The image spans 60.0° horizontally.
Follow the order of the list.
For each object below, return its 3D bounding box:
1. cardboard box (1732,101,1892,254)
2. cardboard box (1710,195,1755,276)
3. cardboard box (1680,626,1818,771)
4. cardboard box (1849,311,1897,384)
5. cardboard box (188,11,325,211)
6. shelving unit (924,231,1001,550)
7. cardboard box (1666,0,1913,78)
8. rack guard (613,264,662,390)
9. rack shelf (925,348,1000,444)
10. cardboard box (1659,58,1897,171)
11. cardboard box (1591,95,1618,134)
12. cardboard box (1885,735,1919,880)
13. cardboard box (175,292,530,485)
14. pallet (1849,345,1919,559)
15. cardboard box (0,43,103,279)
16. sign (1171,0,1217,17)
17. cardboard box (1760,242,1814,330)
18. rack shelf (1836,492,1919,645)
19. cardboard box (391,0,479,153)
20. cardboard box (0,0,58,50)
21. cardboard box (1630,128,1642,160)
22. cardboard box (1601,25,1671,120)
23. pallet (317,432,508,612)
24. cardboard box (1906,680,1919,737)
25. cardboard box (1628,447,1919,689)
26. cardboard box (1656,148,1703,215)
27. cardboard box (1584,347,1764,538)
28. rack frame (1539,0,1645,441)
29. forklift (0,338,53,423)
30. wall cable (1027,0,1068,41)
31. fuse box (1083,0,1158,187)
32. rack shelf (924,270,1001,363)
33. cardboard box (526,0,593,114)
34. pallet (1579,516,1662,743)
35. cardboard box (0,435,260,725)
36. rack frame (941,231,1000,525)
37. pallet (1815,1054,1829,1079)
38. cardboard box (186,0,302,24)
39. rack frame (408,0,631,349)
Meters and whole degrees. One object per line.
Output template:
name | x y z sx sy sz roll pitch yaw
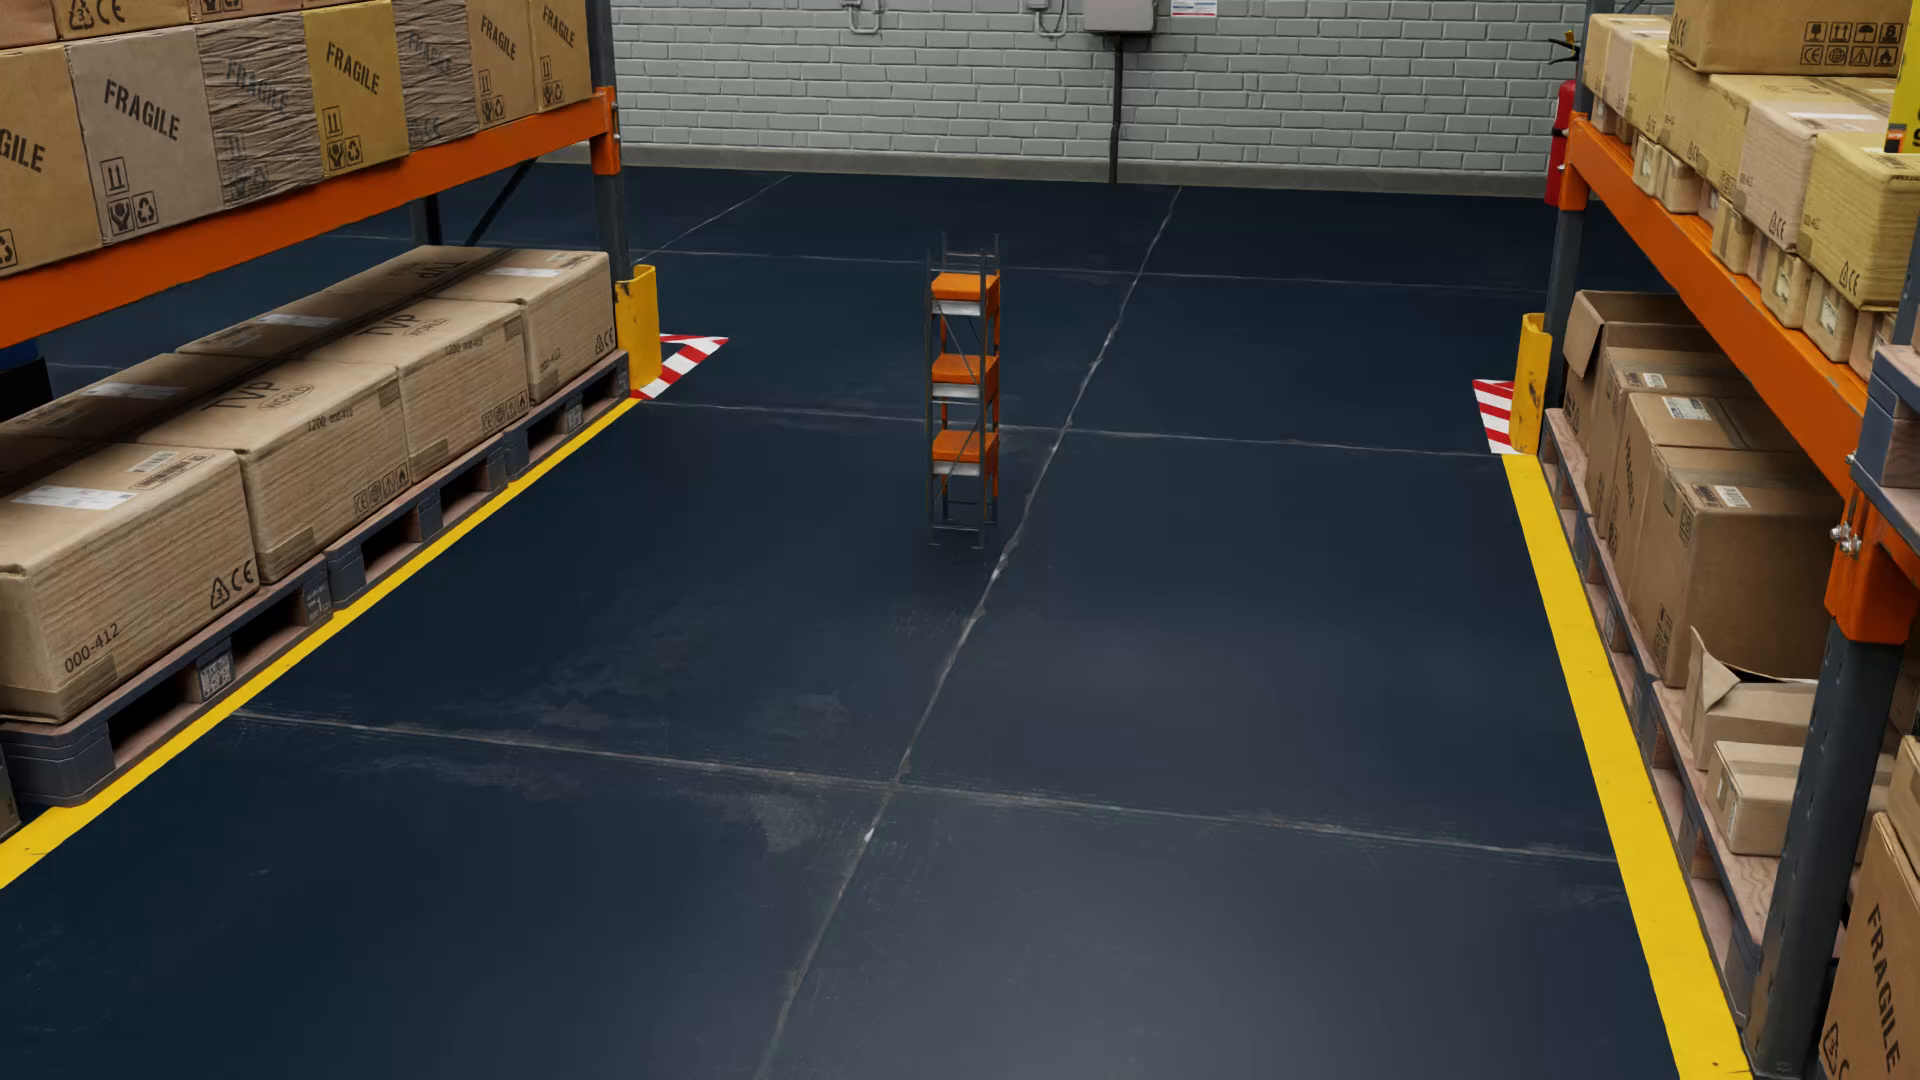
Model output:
cardboard box | 2.002 -0.780 3.579 0.500 0.250 0.500 5 22 11
cardboard box | 2.033 -0.725 3.976 0.380 0.149 0.250 4 22 10
cardboard box | 1.948 0.394 3.958 0.396 0.266 0.258 5 23 13
cardboard box | 1.867 -0.342 3.024 0.380 0.149 0.250 5 22 12
cardboard box | -2.245 -1.263 4.841 0.500 0.500 0.500 5 22 11
shelving unit | 0.011 -0.507 5.706 0.215 1.050 0.252 4 22 11
cardboard box | 2.203 -1.508 4.381 0.500 0.500 0.500 5 22 12
rack guard | -1.990 -1.012 7.697 1.175 0.500 0.348 4 22 11
rack shelf | 0.011 -0.497 5.710 0.215 0.259 0.240 4 22 11
cardboard box | 2.222 -1.150 4.496 0.500 0.250 0.500 4 22 10
cardboard box | 2.529 -1.570 6.073 0.380 0.149 0.250 4 22 11
cardboard box | 1.715 0.452 2.632 0.380 0.149 0.250 6 23 13
cardboard box | -2.210 -0.585 6.158 0.875 0.438 0.875 5 22 12
pallet | 1.779 0.050 1.971 1.003 0.211 1.213 4 22 11
cardboard box | -2.459 -0.898 3.934 0.500 0.500 0.500 5 23 13
sign | 1.685 -4.007 11.915 0.329 0.494 0.001 4 22 11
cardboard box | 1.928 -0.536 3.505 0.380 0.149 0.250 5 22 12
rack shelf | 1.641 0.742 0.958 1.077 0.370 4.000 4 22 11
cardboard box | -2.047 -1.641 5.780 0.500 0.500 0.500 5 22 12
cardboard box | -2.477 -1.366 3.757 0.500 0.500 0.500 5 22 11
cardboard box | 2.392 -1.287 5.370 0.380 0.149 0.250 5 23 13
cardboard box | 2.406 -1.524 5.426 0.500 0.250 0.500 5 22 11
pallet | -2.333 -0.126 5.884 1.003 0.211 1.213 4 22 11
cardboard box | 2.415 0.506 3.619 0.500 0.311 0.500 5 23 13
cardboard box | 2.223 0.085 4.412 0.700 0.500 0.500 4 22 9
cardboard box | 2.184 -1.005 4.669 0.380 0.149 0.250 5 22 12
cardboard box | 2.435 -0.295 5.354 0.700 0.500 0.500 5 23 13
rack frame | 2.865 -1.786 6.272 1.000 3.000 0.127 4 22 11
forklift | -5.380 -1.779 6.348 3.031 2.935 1.130 4 22 11
wall cable | 0.524 -4.594 11.885 0.588 1.984 0.122 4 22 11
fuse box | 1.160 -3.416 12.044 0.539 1.711 0.414 4 22 11
rack shelf | 0.011 -0.760 5.604 0.215 0.259 0.240 4 22 11
cardboard box | -1.834 -2.012 6.702 0.500 0.500 0.500 5 22 11
pallet | 2.437 0.272 4.896 1.003 0.211 1.213 4 22 11
cardboard box | -2.578 0.072 4.526 0.875 0.438 0.875 4 22 10
rack frame | 0.036 -0.551 5.817 0.200 1.050 0.008 4 22 11
pallet | 1.920 1.271 2.415 1.003 0.211 1.213 4 22 11
cardboard box | -2.252 -1.736 4.678 0.500 0.500 0.500 5 22 12
rack frame | -1.995 -2.163 7.208 1.000 3.000 0.127 4 22 11
